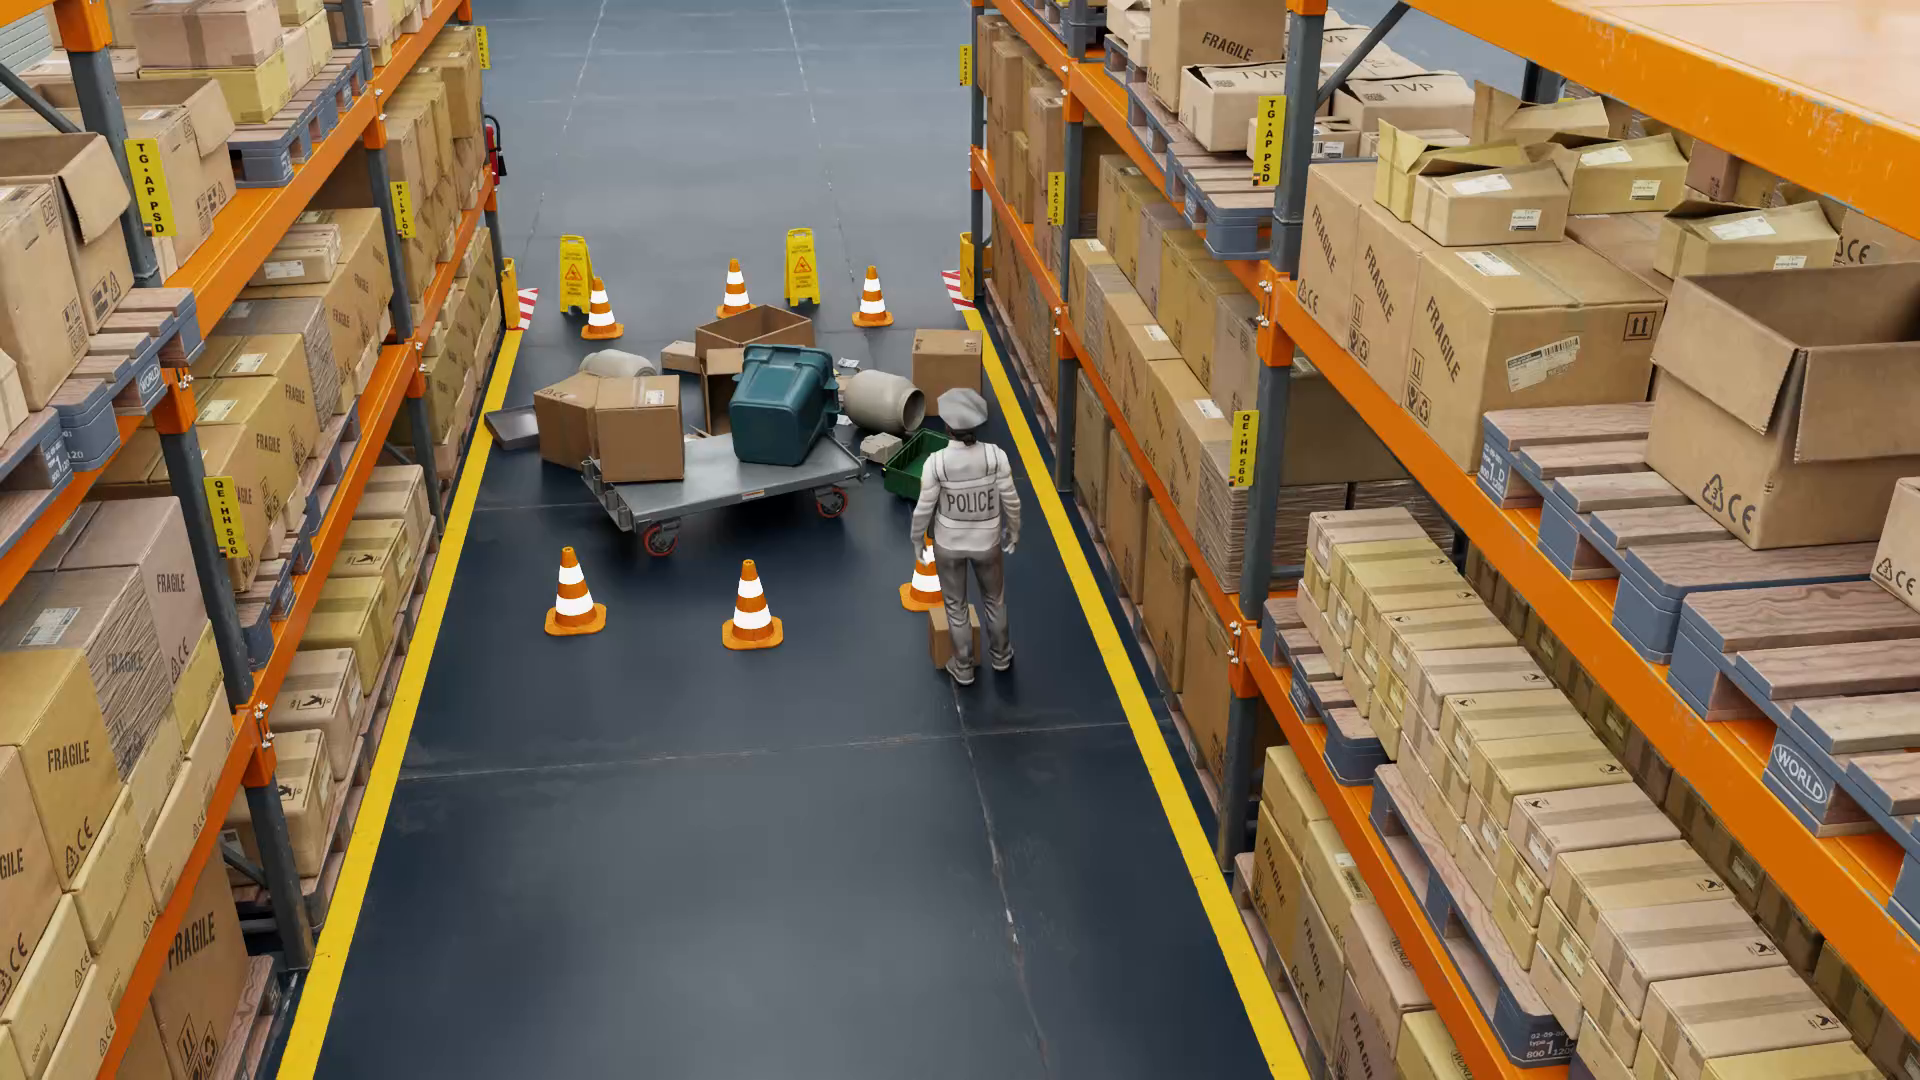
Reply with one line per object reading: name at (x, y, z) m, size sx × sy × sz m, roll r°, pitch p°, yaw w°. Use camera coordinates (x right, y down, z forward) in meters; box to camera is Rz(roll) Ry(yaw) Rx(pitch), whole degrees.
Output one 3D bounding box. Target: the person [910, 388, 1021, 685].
person at (0.028, -0.026, 8.613) m, size 0.586 × 1.695 × 0.532 m, roll -4°, pitch 28°, yaw -7°
